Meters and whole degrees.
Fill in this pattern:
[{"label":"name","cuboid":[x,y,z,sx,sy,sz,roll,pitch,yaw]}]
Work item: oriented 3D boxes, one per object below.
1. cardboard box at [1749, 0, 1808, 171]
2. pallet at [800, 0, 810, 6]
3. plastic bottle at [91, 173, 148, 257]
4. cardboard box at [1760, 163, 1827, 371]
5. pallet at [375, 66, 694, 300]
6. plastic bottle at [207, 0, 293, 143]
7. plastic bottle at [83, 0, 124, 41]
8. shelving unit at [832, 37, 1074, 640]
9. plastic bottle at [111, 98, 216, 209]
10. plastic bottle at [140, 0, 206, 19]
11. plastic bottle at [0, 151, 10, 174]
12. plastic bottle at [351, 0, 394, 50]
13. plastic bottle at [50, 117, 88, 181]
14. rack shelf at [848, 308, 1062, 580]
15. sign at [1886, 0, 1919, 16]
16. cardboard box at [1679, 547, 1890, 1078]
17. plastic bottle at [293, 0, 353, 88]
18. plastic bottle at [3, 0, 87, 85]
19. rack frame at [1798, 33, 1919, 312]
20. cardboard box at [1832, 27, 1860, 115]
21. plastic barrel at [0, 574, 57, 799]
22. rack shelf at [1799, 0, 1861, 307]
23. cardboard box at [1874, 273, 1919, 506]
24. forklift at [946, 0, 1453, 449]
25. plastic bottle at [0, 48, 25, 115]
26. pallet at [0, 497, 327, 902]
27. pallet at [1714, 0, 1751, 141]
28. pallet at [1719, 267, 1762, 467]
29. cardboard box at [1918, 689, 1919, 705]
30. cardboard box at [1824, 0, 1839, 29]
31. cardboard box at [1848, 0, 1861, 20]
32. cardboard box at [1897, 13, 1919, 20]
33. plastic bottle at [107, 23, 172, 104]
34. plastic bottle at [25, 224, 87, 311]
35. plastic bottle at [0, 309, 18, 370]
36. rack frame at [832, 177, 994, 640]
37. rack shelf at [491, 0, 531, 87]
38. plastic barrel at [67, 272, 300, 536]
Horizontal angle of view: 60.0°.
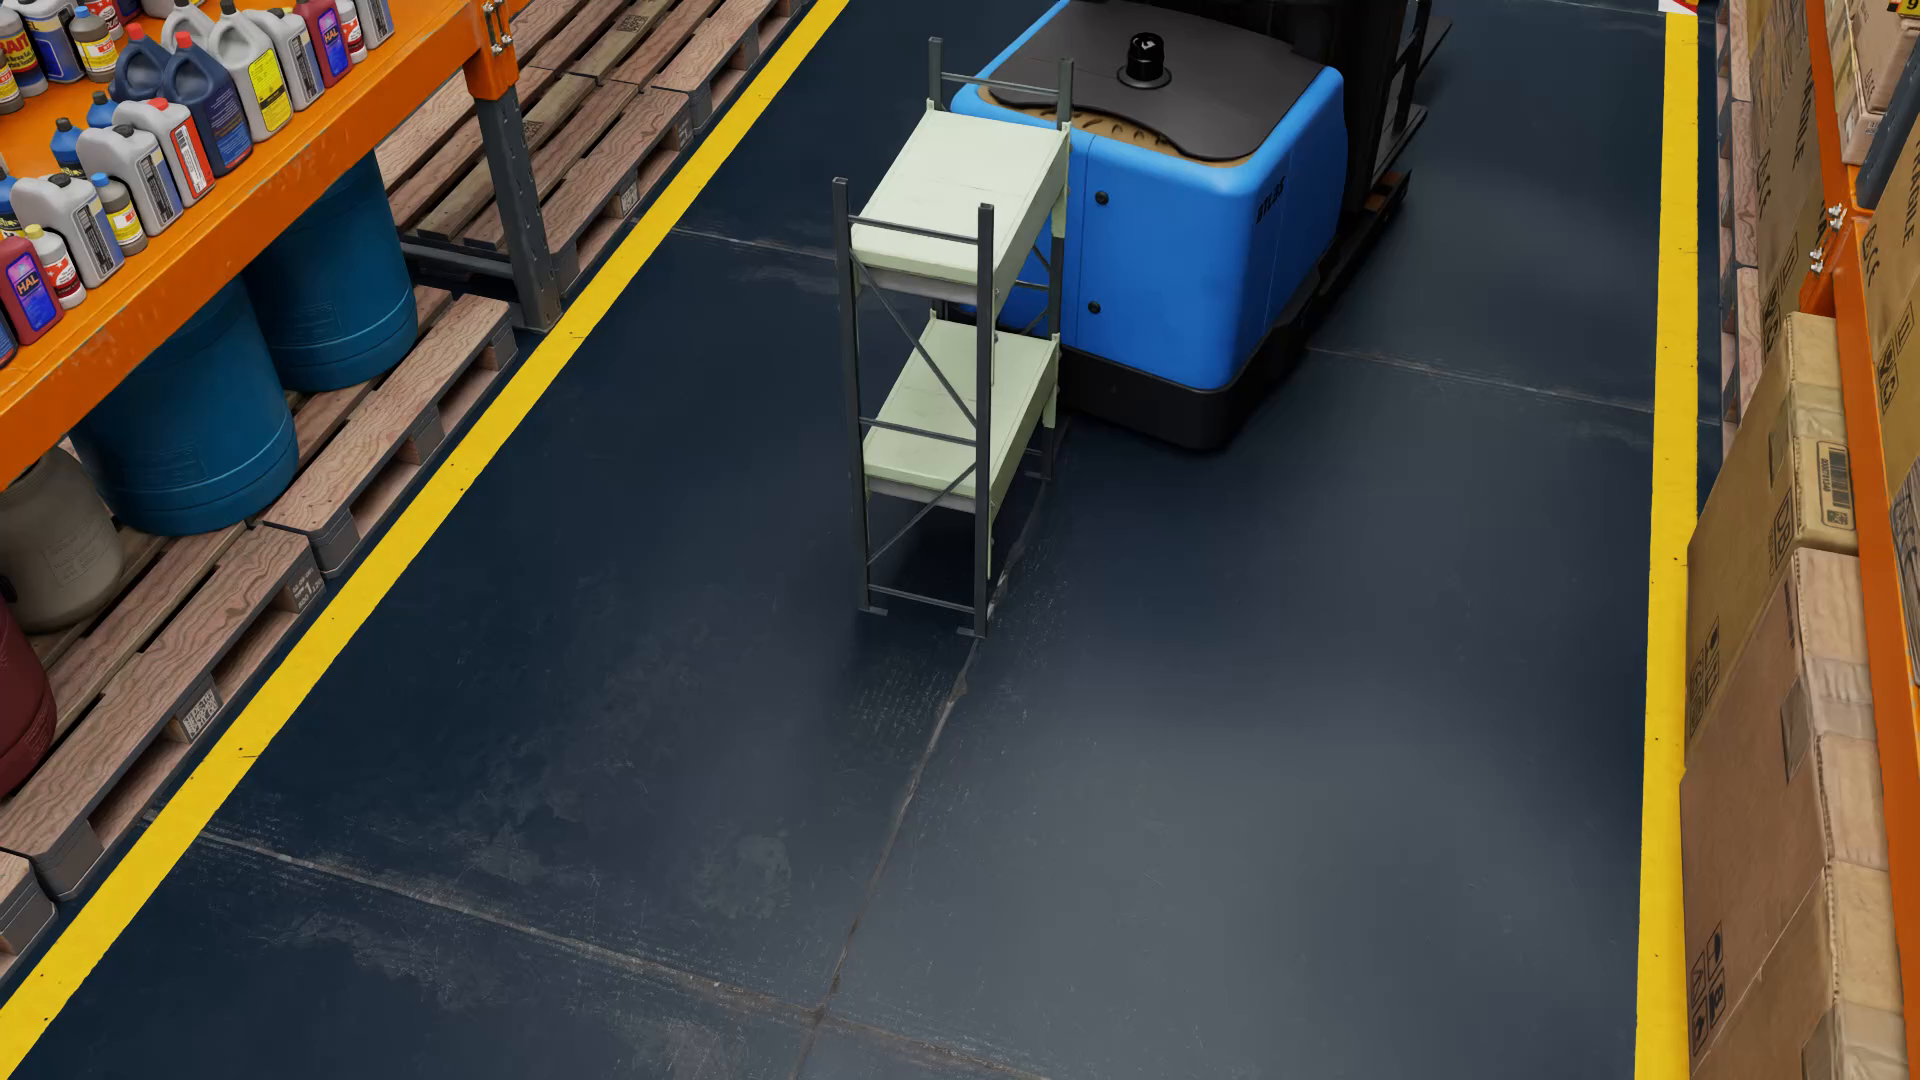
[{"label":"cardboard box","cuboid":[3.592,-1.915,6.281,0.875,0.875,0.875,13,46,13]},{"label":"pallet","cuboid":[-1.022,-3.085,8.252,1.003,0.211,1.213,13,46,13]},{"label":"plastic bottle","cuboid":[-2.071,-0.802,4.067,0.097,0.201,0.097,0,44,0]},{"label":"cardboard box","cuboid":[3.050,-0.722,5.062,0.875,0.875,0.875,13,46,13]},{"label":"pallet","cuboid":[-1.761,-1.459,6.590,1.003,0.211,1.213,13,46,13]},{"label":"plastic bottle","cuboid":[-1.913,-1.257,4.425,0.144,0.351,0.185,13,46,13]},{"label":"plastic bottle","cuboid":[-2.522,-1.562,4.844,0.097,0.201,0.097,0,44,0]},{"label":"shelving unit","cuboid":[-0.002,-0.532,4.721,0.431,1.500,0.755,13,46,12]},{"label":"plastic bottle","cuboid":[-2.021,-1.002,4.218,0.152,0.276,0.135,13,46,13]},{"label":"plastic bottle","cuboid":[-2.374,-1.746,4.925,0.144,0.351,0.185,13,46,13]},{"label":"plastic bottle","cuboid":[-2.585,-1.035,4.252,0.152,0.276,0.135,13,46,13]},{"label":"plastic bottle","cuboid":[-1.758,-1.581,4.810,0.152,0.276,0.135,13,46,13]},{"label":"plastic bottle","cuboid":[-2.186,-0.924,4.142,0.097,0.271,0.097,0,44,0]},{"label":"rack shelf","cuboid":[-0.002,-0.299,4.949,0.431,0.370,0.720,13,46,12]},{"label":"sign","cuboid":[2.245,-1.362,3.822,0.100,0.325,0.005,13,46,13]},{"label":"cardboard box","cuboid":[2.330,0.728,3.580,1.225,0.875,0.875,11,45,11]},{"label":"plastic bottle","cuboid":[-1.784,-1.420,4.640,0.061,0.283,0.133,13,46,13]},{"label":"plastic bottle","cuboid":[-2.560,-1.441,4.666,0.152,0.276,0.135,13,46,13]},{"label":"rack frame","cuboid":[2.774,-0.908,4.033,1.000,3.000,0.127,13,46,13]},{"label":"cardboard box","cuboid":[2.632,-1.263,4.575,0.380,0.149,0.250,13,46,13]},{"label":"plastic barrel","cuboid":[-2.684,0.339,4.183,0.600,0.588,0.708,13,46,13]},{"label":"rack shelf","cuboid":[3.380,-1.984,5.647,1.077,0.370,4.000,13,46,13]},{"label":"cardboard box","cuboid":[2.245,-0.355,3.396,0.500,0.500,0.500,13,46,13]},{"label":"forklift","cuboid":[1.115,-2.368,5.574,1.130,2.935,3.031,21,48,21]},{"label":"plastic bottle","cuboid":[-2.651,-1.278,4.553,0.097,0.201,0.097,0,44,0]},{"label":"pallet","cuboid":[-2.587,0.361,4.730,1.003,0.211,1.213,13,46,13]},{"label":"pallet","cuboid":[3.818,-2.028,7.171,1.003,0.211,1.213,13,46,13]},{"label":"pallet","cuboid":[3.079,-0.401,5.509,1.003,0.211,1.213,13,46,13]},{"label":"cardboard box","cuboid":[1.942,0.324,2.702,0.500,0.500,0.500,13,46,13]},{"label":"cardboard box","cuboid":[2.788,-1.605,4.925,0.380,0.149,0.250,13,46,13]},{"label":"cardboard box","cuboid":[2.812,-1.656,4.692,0.500,0.250,0.500,14,46,14]},{"label":"cardboard box","cuboid":[2.658,-1.592,4.090,0.500,0.500,0.500,14,46,14]},{"label":"plastic bottle","cuboid":[-2.106,-1.165,4.331,0.144,0.351,0.185,13,46,13]},{"label":"plastic bottle","cuboid":[-2.141,-0.648,3.909,0.097,0.201,0.097,0,44,0]},{"label":"plastic bottle","cuboid":[-2.246,-0.523,3.675,0.144,0.351,0.185,13,46,13]},{"label":"rack frame","cuboid":[-0.113,-0.288,4.472,0.400,1.500,0.023,13,46,12]},{"label":"rack shelf","cuboid":[-1.341,-3.033,6.719,1.077,0.370,4.000,13,46,13]},{"label":"plastic barrel","cuboid":[-2.342,-0.526,4.843,0.600,0.901,0.708,13,46,13]}]
